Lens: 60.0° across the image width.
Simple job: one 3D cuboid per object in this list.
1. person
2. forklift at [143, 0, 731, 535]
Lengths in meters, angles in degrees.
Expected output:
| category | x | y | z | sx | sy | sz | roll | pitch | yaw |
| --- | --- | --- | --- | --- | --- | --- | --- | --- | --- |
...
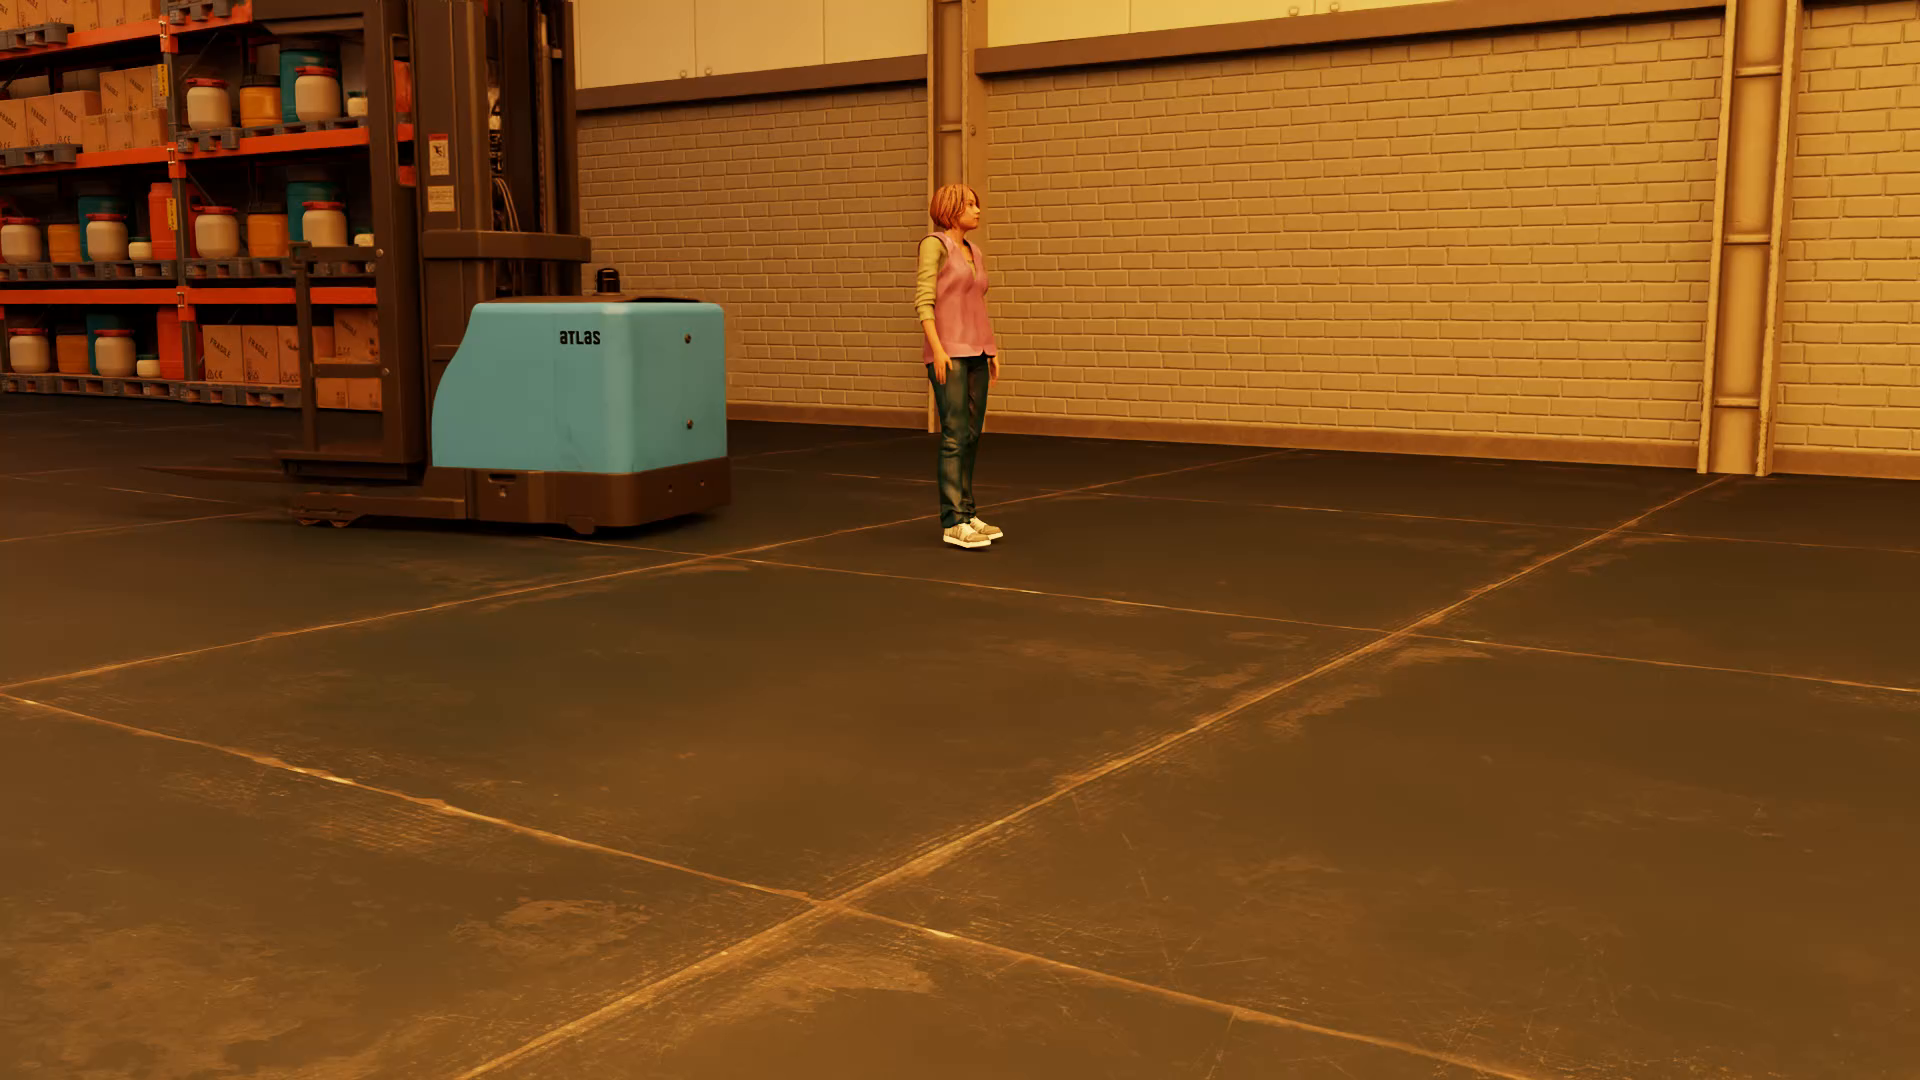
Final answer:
| category | x | y | z | sx | sy | sz | roll | pitch | yaw |
| --- | --- | --- | --- | --- | --- | --- | --- | --- | --- |
| person | 0.054 | -0.790 | 7.438 | 0.473 | 1.599 | 0.521 | 5 | 10 | 34 |
| forklift | -2.727 | -1.578 | 8.287 | 3.031 | 2.935 | 1.130 | 3 | 9 | 20 |
